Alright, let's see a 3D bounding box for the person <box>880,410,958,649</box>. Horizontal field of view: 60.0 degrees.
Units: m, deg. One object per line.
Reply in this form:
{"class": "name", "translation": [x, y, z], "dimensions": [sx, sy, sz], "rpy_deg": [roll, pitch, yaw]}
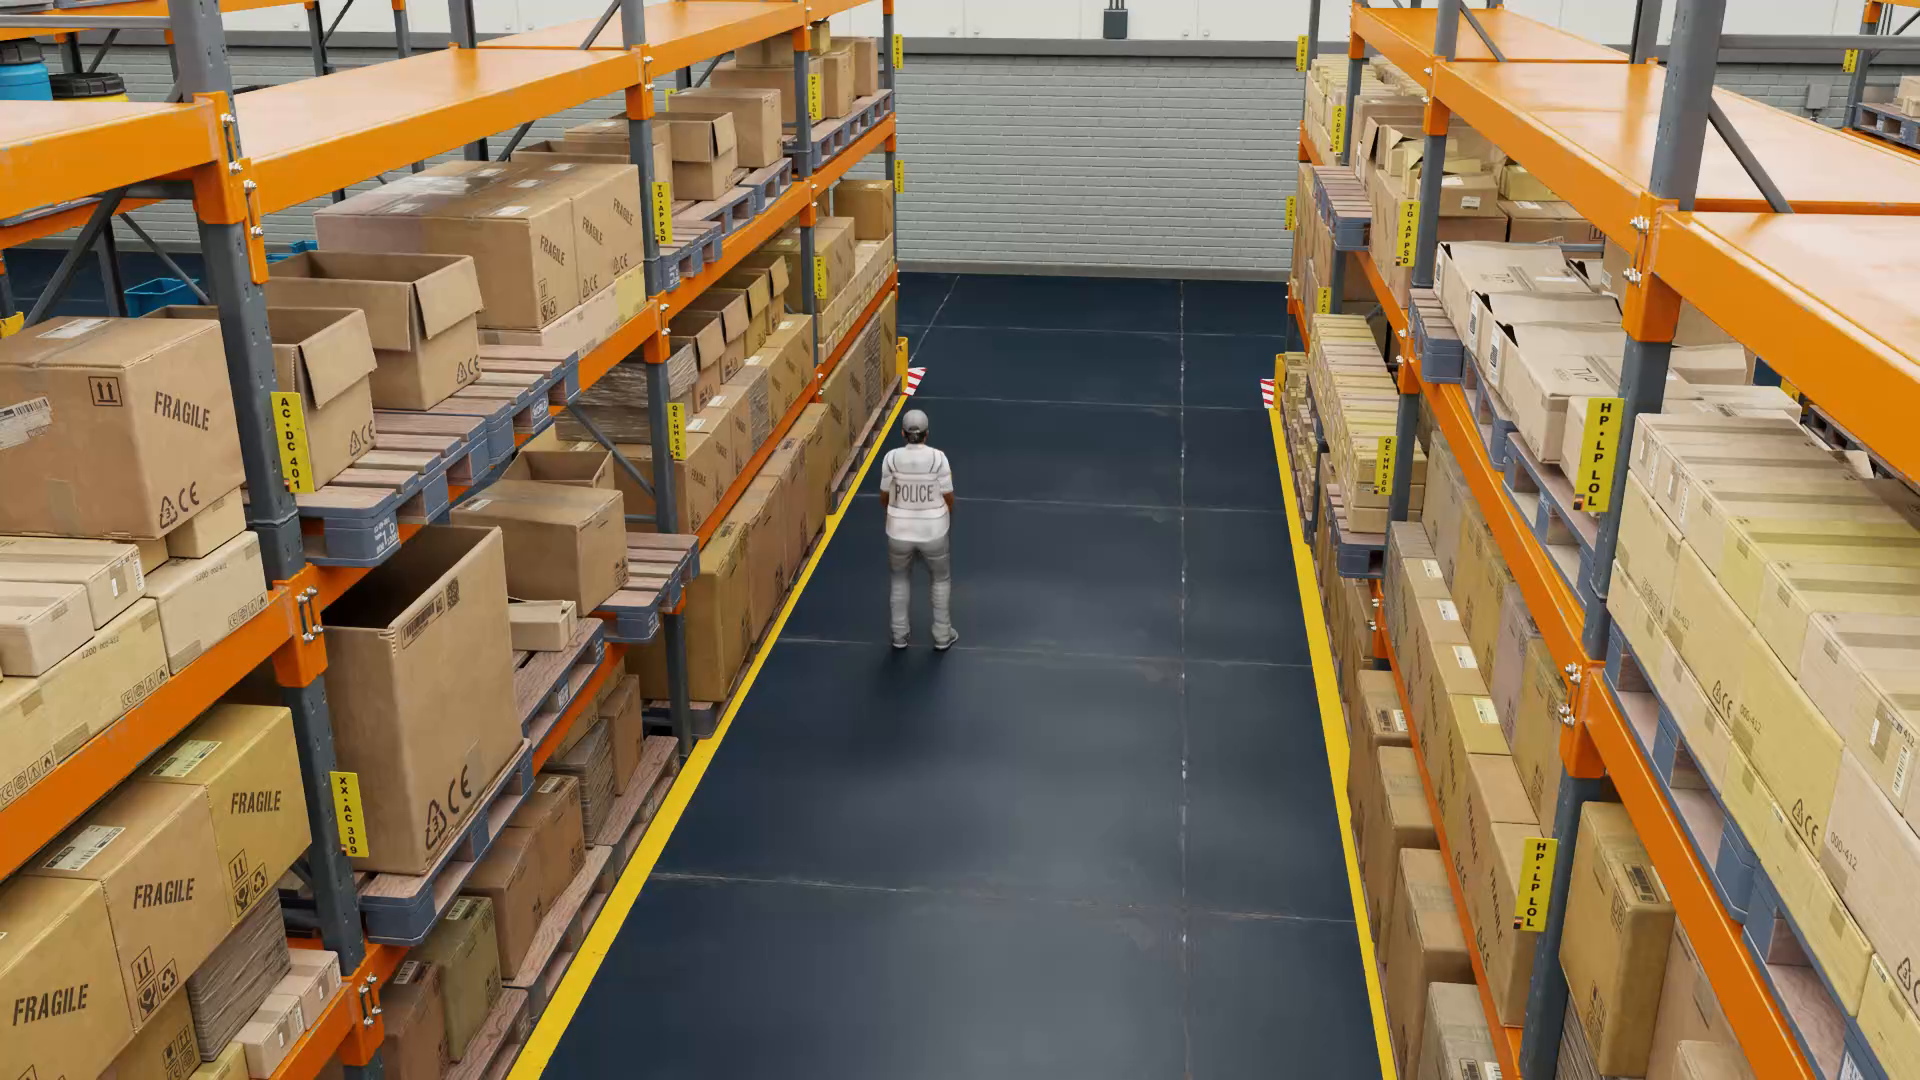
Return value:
{"class": "person", "translation": [-0.279, -0.060, 11.222], "dimensions": [0.516, 1.672, 0.418], "rpy_deg": [2, 21, 5]}
